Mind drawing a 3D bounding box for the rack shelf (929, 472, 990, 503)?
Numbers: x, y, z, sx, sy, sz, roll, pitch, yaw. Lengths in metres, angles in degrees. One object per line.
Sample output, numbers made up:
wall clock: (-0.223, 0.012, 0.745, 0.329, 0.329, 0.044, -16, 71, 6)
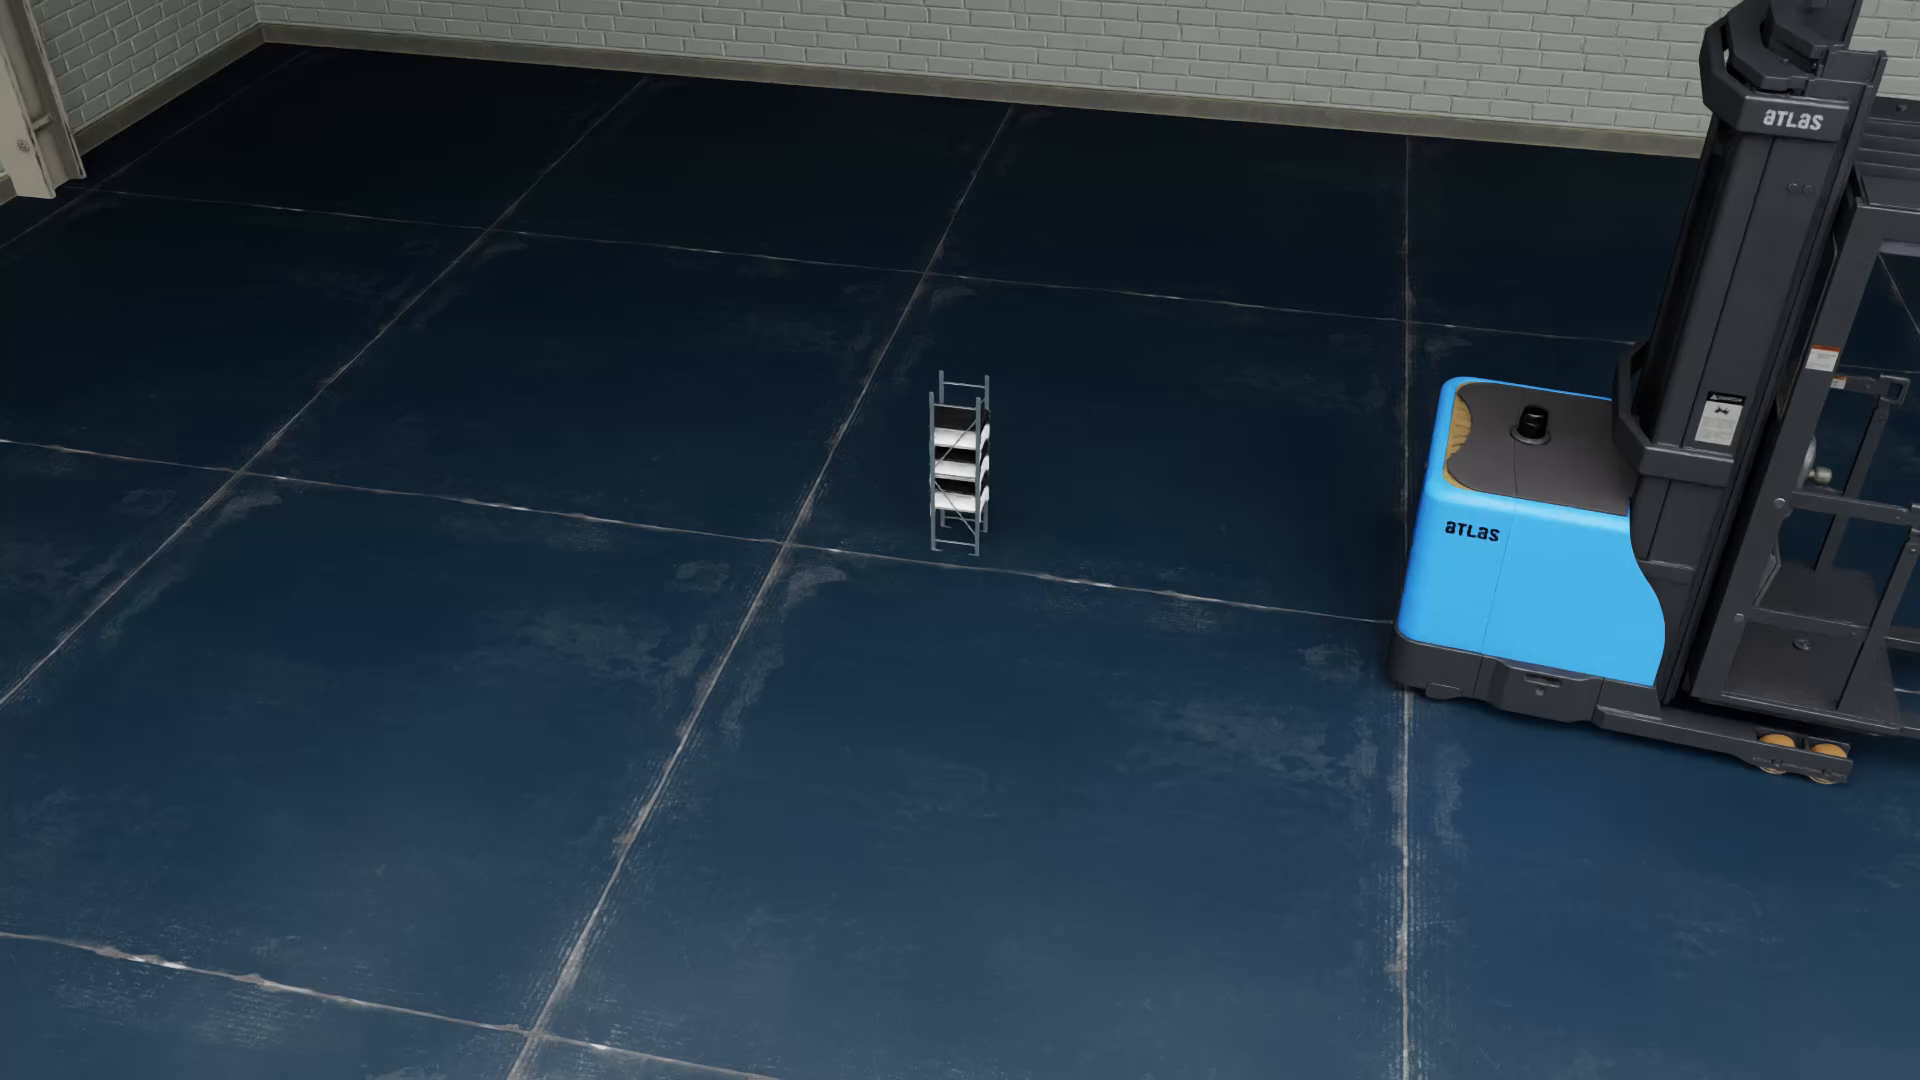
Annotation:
rack shelf: (-0.002, -0.260, 8.052, 0.258, 0.077, 0.200, 7, 37, 10)

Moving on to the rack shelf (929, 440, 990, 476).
rack shelf: (-0.002, -0.406, 7.946, 0.258, 0.077, 0.200, 7, 37, 10)

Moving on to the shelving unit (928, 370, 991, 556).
shelving unit: (-0.002, -0.360, 7.979, 0.258, 0.900, 0.210, 7, 37, 10)

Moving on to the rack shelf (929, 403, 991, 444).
rack shelf: (-0.002, -0.551, 7.841, 0.258, 0.077, 0.200, 7, 37, 10)

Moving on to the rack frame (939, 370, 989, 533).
rack frame: (0.020, -0.418, 8.060, 0.240, 0.900, 0.006, 7, 37, 10)

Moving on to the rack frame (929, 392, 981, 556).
rack frame: (-0.023, -0.301, 7.899, 0.240, 0.900, 0.006, 7, 37, 10)

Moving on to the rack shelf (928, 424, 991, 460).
rack shelf: (-0.002, -0.478, 7.893, 0.258, 0.077, 0.200, 7, 37, 10)

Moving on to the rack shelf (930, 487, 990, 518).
rack shelf: (-0.002, -0.187, 8.105, 0.258, 0.077, 0.200, 7, 37, 10)

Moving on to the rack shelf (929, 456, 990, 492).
rack shelf: (-0.002, -0.333, 7.999, 0.258, 0.077, 0.200, 7, 37, 10)

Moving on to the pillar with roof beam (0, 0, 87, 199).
pillar with roof beam: (-2.187, -5.596, 8.304, 9.100, 9.000, 0.400, 7, 37, 10)

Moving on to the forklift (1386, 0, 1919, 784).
forklift: (3.455, -0.532, 6.486, 3.031, 2.935, 1.130, 11, 37, 14)
